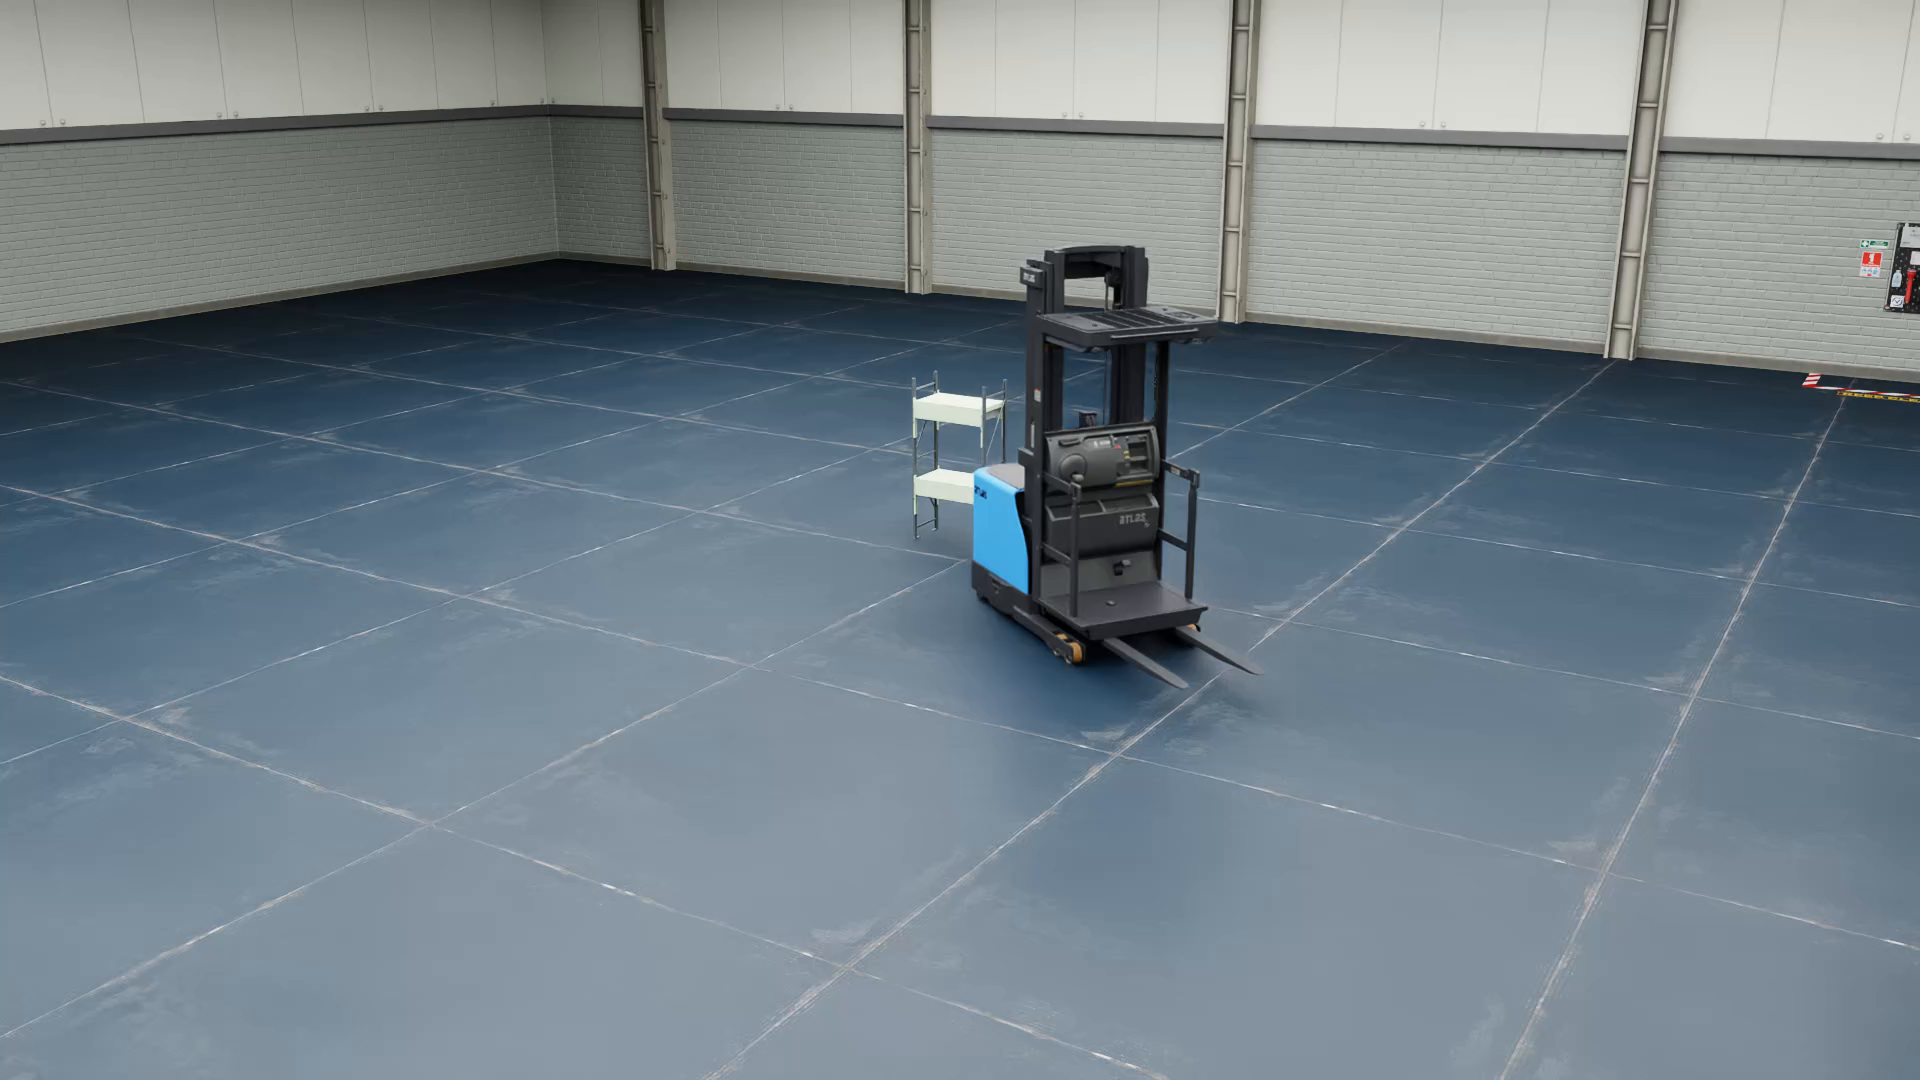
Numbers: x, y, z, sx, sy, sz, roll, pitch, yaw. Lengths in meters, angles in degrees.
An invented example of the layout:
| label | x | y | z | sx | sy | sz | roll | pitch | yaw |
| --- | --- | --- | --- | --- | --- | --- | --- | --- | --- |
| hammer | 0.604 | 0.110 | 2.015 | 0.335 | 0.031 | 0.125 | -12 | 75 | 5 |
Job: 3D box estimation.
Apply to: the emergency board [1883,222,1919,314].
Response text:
| label | x | y | z | sx | sy | sz | roll | pitch | yaw |
| --- | --- | --- | --- | --- | --- | --- | --- | --- | --- |
| emergency board | 12.513 | -3.534 | 21.722 | 0.643 | 1.169 | 0.194 | 10 | 20 | 30 |

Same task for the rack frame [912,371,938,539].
| label | x | y | z | sx | sy | sz | roll | pitch | yaw |
| --- | --- | --- | --- | --- | --- | --- | --- | --- | --- |
| rack frame | -0.318 | -0.774 | 15.219 | 0.023 | 1.500 | 0.400 | 10 | 20 | 30 |

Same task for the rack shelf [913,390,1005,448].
| label | x | y | z | sx | sy | sz | roll | pitch | yaw |
| --- | --- | --- | --- | --- | --- | --- | --- | --- | --- |
| rack shelf | -0.006 | -1.092 | 14.922 | 0.720 | 0.370 | 0.431 | 10 | 20 | 30 |

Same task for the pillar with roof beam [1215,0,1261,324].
| label | x | y | z | sx | sy | sz | roll | pitch | yaw |
| --- | --- | --- | --- | --- | --- | --- | --- | --- | --- |
| pillar with roof beam | 2.120 | -6.778 | 22.080 | 0.400 | 9.000 | 9.100 | 10 | 20 | 30 |

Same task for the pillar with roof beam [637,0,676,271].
| label | x | y | z | sx | sy | sz | roll | pitch | yaw |
| --- | --- | --- | --- | --- | --- | --- | --- | --- | --- |
| pillar with roof beam | -8.106 | -8.603 | 28.089 | 0.400 | 9.000 | 9.100 | 10 | 20 | 30 |

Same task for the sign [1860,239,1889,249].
| label | x | y | z | sx | sy | sz | roll | pitch | yaw |
| --- | --- | --- | --- | --- | --- | --- | --- | --- | --- |
| sign | 12.095 | -3.911 | 21.991 | 0.331 | 0.109 | 0.001 | 10 | 20 | 30 |

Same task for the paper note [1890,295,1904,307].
| label | x | y | z | sx | sy | sz | roll | pitch | yaw |
| --- | --- | --- | --- | --- | --- | --- | --- | --- | --- |
| paper note | 12.398 | -3.156 | 21.995 | 0.142 | 0.148 | 0.016 | 10 | 20 | 30 |

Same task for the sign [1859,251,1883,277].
| label | x | y | z | sx | sy | sz | roll | pitch | yaw |
| --- | --- | --- | --- | --- | --- | --- | --- | --- | --- |
| sign | 12.095 | -3.660 | 22.078 | 0.234 | 0.329 | 0.001 | 10 | 20 | 30 |

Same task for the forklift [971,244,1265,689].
| label | x | y | z | sx | sy | sz | roll | pitch | yaw |
| --- | --- | --- | --- | --- | --- | --- | --- | --- | --- |
| forklift | 1.167 | -0.629 | 12.278 | 1.130 | 2.935 | 3.031 | -8 | 18 | -24 |

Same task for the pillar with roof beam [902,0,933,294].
| label | x | y | z | sx | sy | sz | roll | pitch | yaw |
| --- | --- | --- | --- | --- | --- | --- | --- | --- | --- |
| pillar with roof beam | -2.993 | -7.690 | 25.085 | 0.400 | 9.000 | 9.100 | 10 | 20 | 30 |

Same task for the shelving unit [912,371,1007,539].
| label | x | y | z | sx | sy | sz | roll | pitch | yaw |
| --- | --- | --- | --- | --- | --- | --- | --- | --- | --- |
| shelving unit | -0.006 | -0.719 | 15.035 | 0.755 | 1.500 | 0.431 | 10 | 20 | 30 |

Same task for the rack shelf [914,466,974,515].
| label | x | y | z | sx | sy | sz | roll | pitch | yaw |
| --- | --- | --- | --- | --- | --- | --- | --- | --- | --- |
| rack shelf | -0.006 | -0.407 | 15.130 | 0.720 | 0.370 | 0.431 | 10 | 20 | 30 |

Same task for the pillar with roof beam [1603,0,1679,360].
| label | x | y | z | sx | sy | sz | roll | pitch | yaw |
| --- | --- | --- | --- | --- | --- | --- | --- | --- | --- |
| pillar with roof beam | 7.233 | -5.865 | 19.076 | 0.400 | 9.000 | 9.100 | 10 | 20 | 30 |

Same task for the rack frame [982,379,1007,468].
| label | x | y | z | sx | sy | sz | roll | pitch | yaw |
| --- | --- | --- | --- | --- | --- | --- | --- | --- | --- |
| rack frame | 0.306 | -0.663 | 14.852 | 0.023 | 1.500 | 0.400 | 10 | 20 | 30 |
